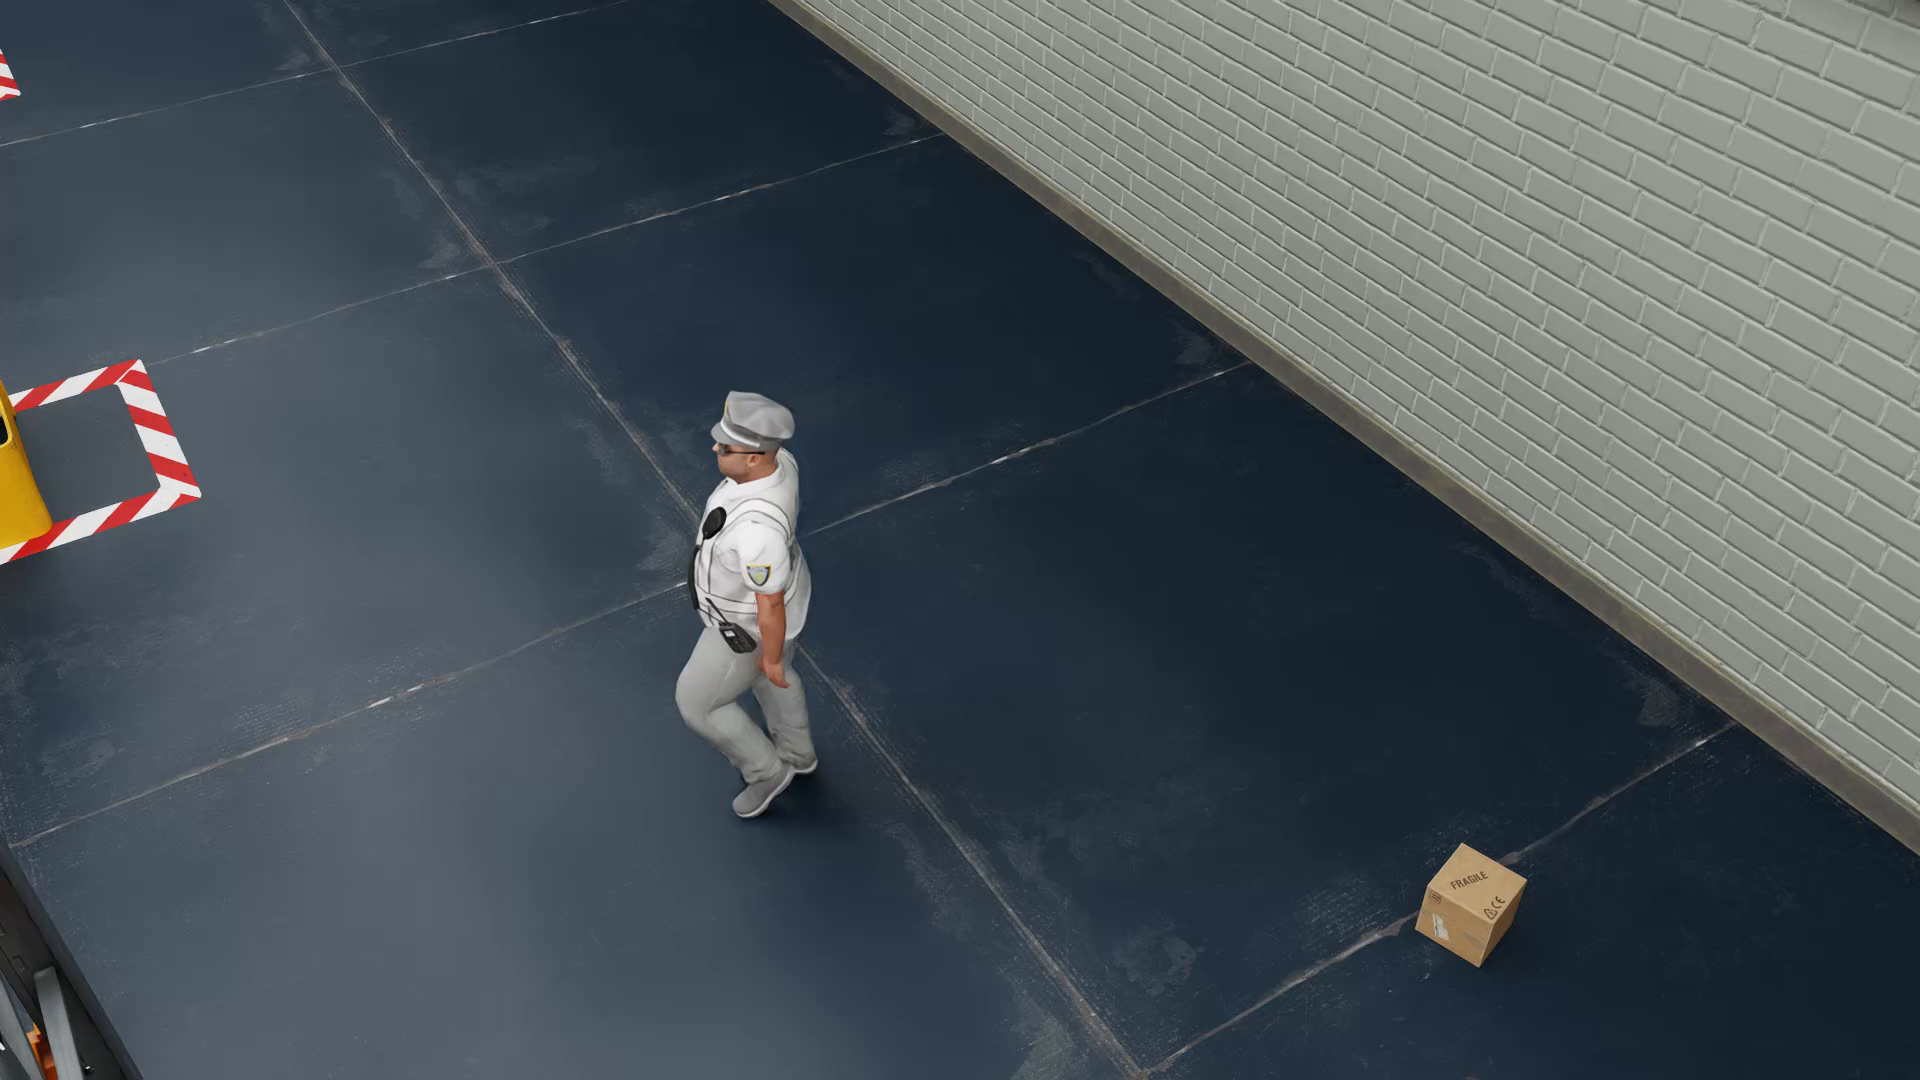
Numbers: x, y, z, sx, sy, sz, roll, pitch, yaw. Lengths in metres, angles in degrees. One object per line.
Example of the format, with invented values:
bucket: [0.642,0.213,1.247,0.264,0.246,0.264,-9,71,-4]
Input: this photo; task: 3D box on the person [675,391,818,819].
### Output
person: [-0.765,0.252,5.846,0.473,1.816,0.538,4,41,4]
